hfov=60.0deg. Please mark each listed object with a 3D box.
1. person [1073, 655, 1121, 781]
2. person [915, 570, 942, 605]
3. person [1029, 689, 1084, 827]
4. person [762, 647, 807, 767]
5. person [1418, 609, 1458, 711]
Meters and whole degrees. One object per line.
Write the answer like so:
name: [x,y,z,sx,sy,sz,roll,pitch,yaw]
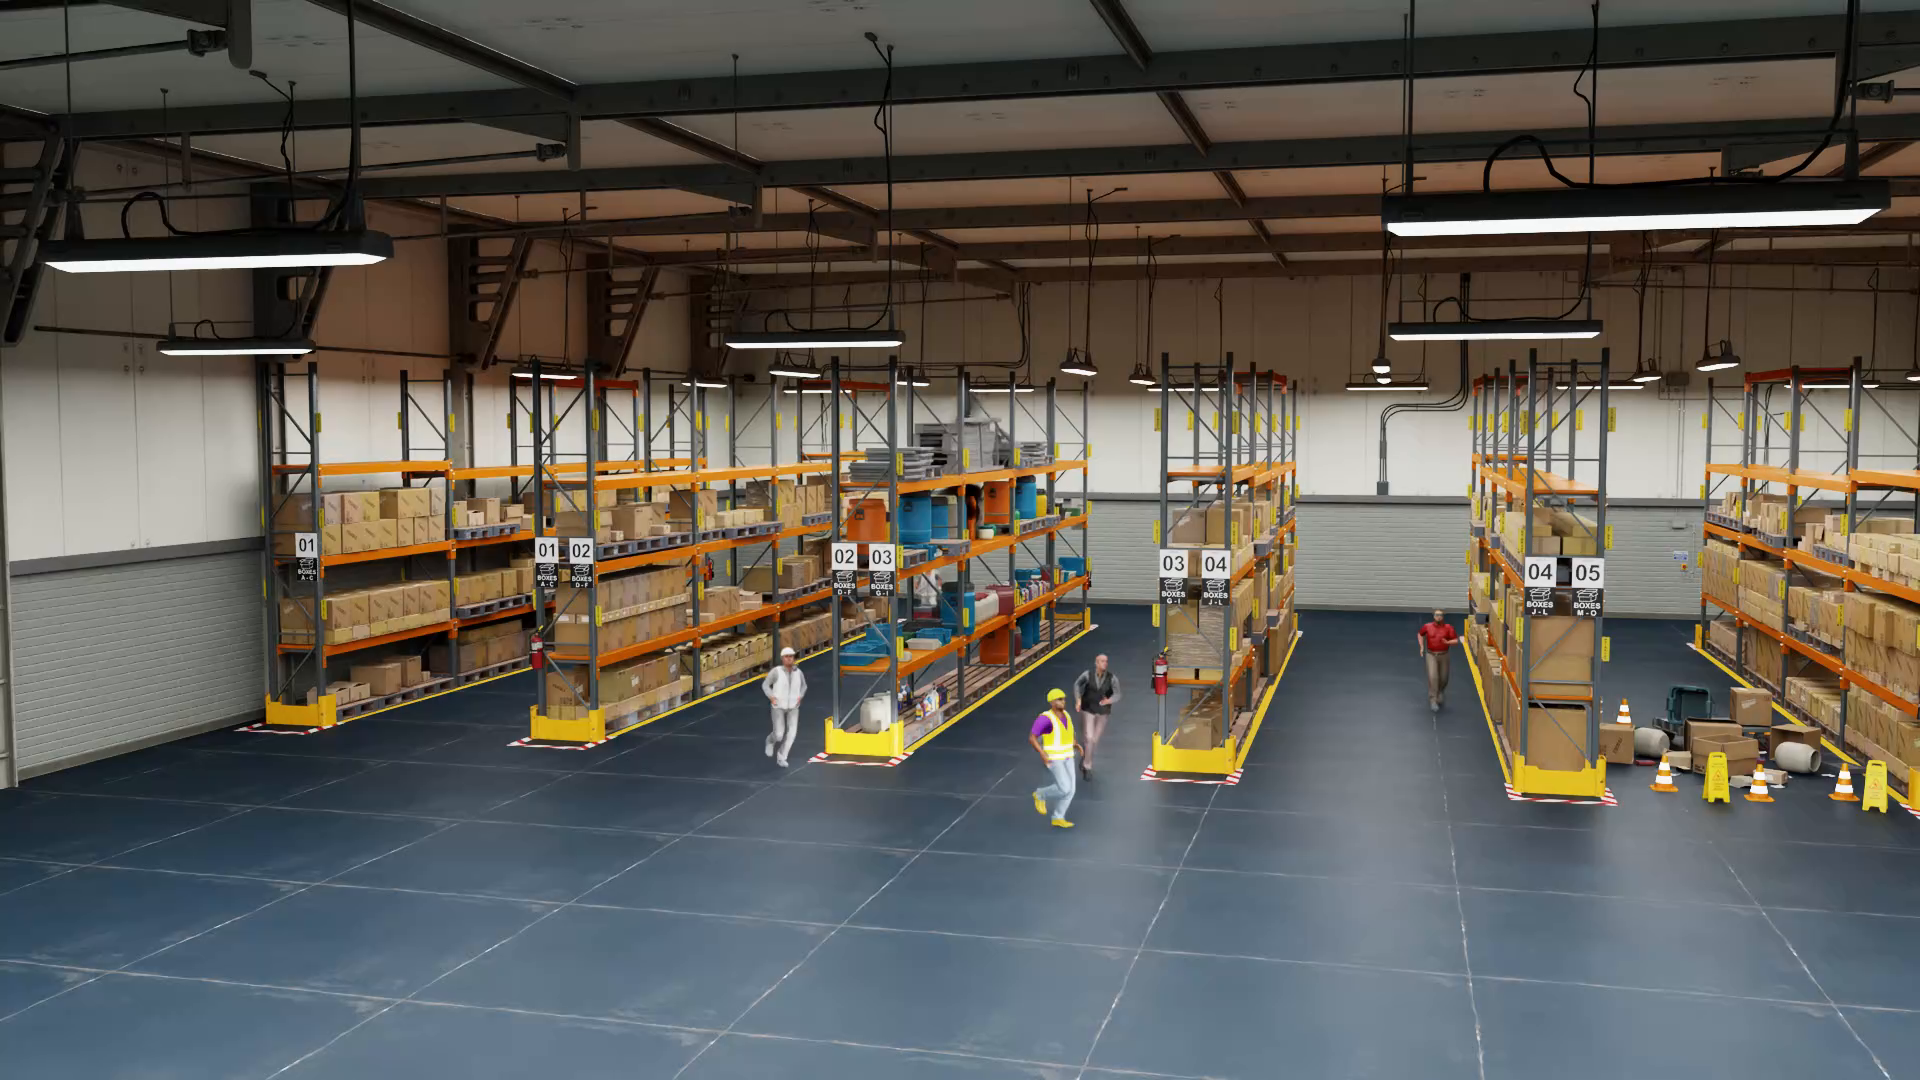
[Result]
person: [1.961,2.493,23.650,0.645,1.740,0.807,-1,4,-8]
person: [-0.749,1.340,39.388,0.640,1.784,0.987,0,4,2]
person: [1.203,2.697,20.659,0.703,1.712,0.578,-4,6,-45]
person: [-2.561,2.431,24.418,0.682,1.731,0.579,-2,4,-22]
person: [8.376,2.070,29.138,0.662,1.716,0.968,1,4,10]
